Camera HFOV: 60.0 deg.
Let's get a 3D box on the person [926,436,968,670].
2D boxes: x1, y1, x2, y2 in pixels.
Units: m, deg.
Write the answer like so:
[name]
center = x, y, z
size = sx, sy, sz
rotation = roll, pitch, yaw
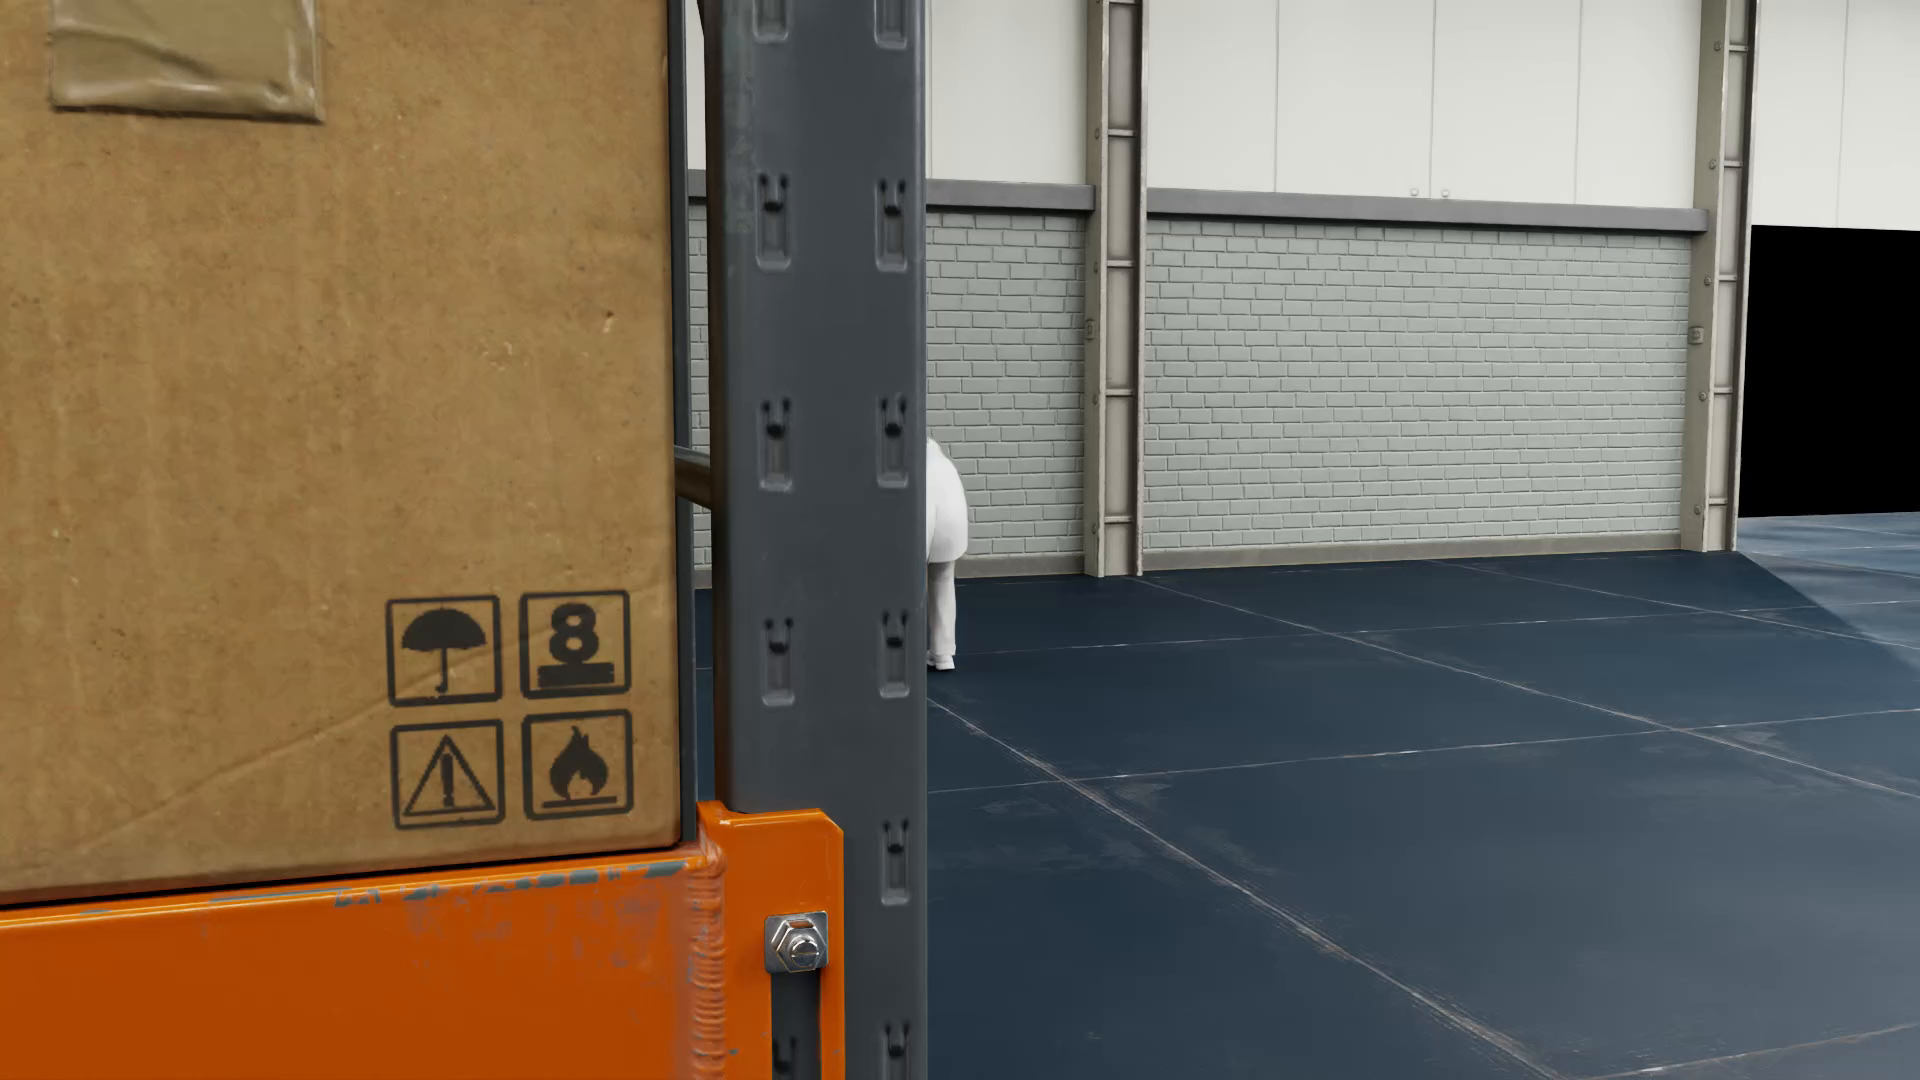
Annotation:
[person]
center = -0.280, 0.012, 9.242
size = 0.551, 1.370, 0.891
rotation = -2, 6, -20
